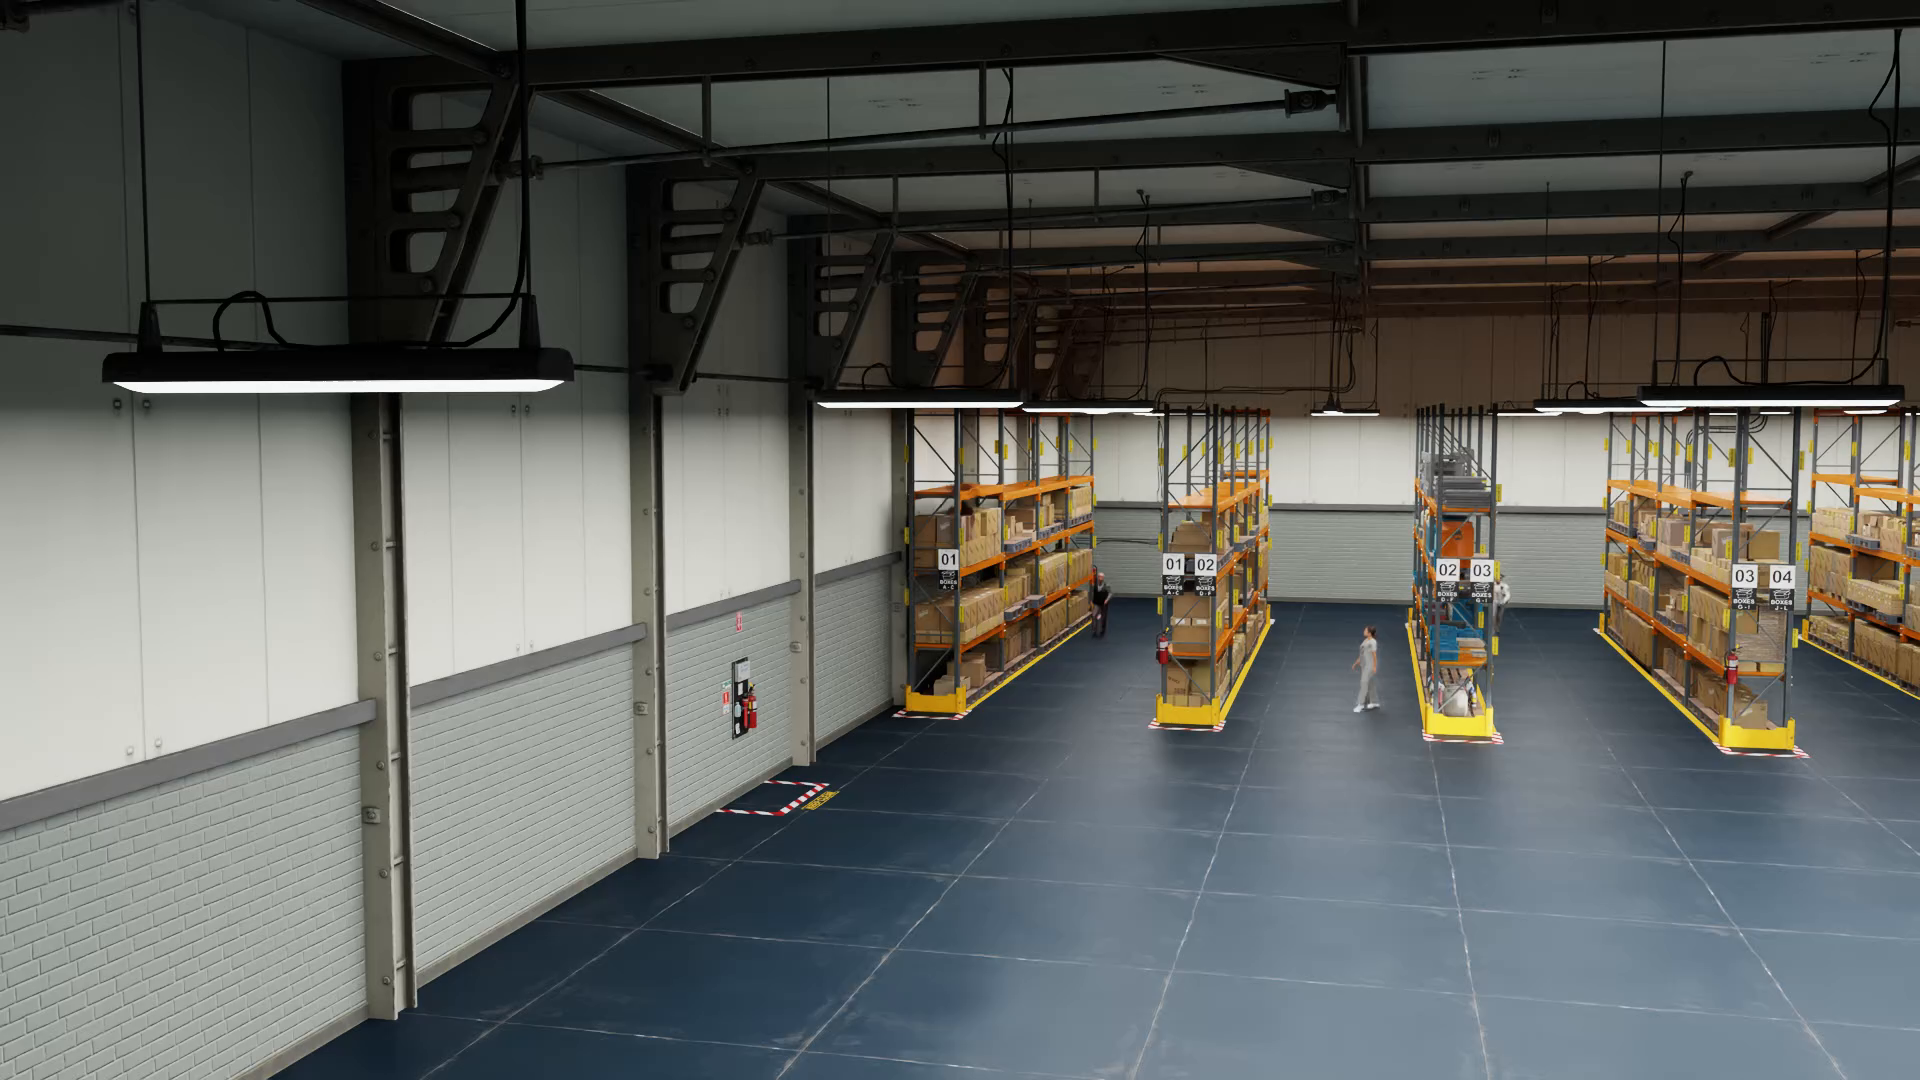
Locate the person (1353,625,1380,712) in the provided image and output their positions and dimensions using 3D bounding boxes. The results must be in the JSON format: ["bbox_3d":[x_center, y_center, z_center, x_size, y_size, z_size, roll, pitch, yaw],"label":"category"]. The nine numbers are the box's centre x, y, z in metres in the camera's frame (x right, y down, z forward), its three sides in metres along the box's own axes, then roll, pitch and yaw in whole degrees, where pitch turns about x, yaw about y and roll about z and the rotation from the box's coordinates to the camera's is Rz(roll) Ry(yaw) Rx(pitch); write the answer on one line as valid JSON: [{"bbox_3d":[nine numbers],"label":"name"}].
[{"bbox_3d":[7.961,2.511,32.697,0.753,1.681,0.509,-2,5,-26],"label":"person"}]

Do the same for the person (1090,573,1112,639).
[{"bbox_3d":[3.690,1.713,43.698,0.630,1.705,0.983,1,4,14],"label":"person"}]

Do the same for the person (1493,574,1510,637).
[{"bbox_3d":[14.323,1.699,44.172,0.511,1.670,0.948,1,4,14],"label":"person"}]
